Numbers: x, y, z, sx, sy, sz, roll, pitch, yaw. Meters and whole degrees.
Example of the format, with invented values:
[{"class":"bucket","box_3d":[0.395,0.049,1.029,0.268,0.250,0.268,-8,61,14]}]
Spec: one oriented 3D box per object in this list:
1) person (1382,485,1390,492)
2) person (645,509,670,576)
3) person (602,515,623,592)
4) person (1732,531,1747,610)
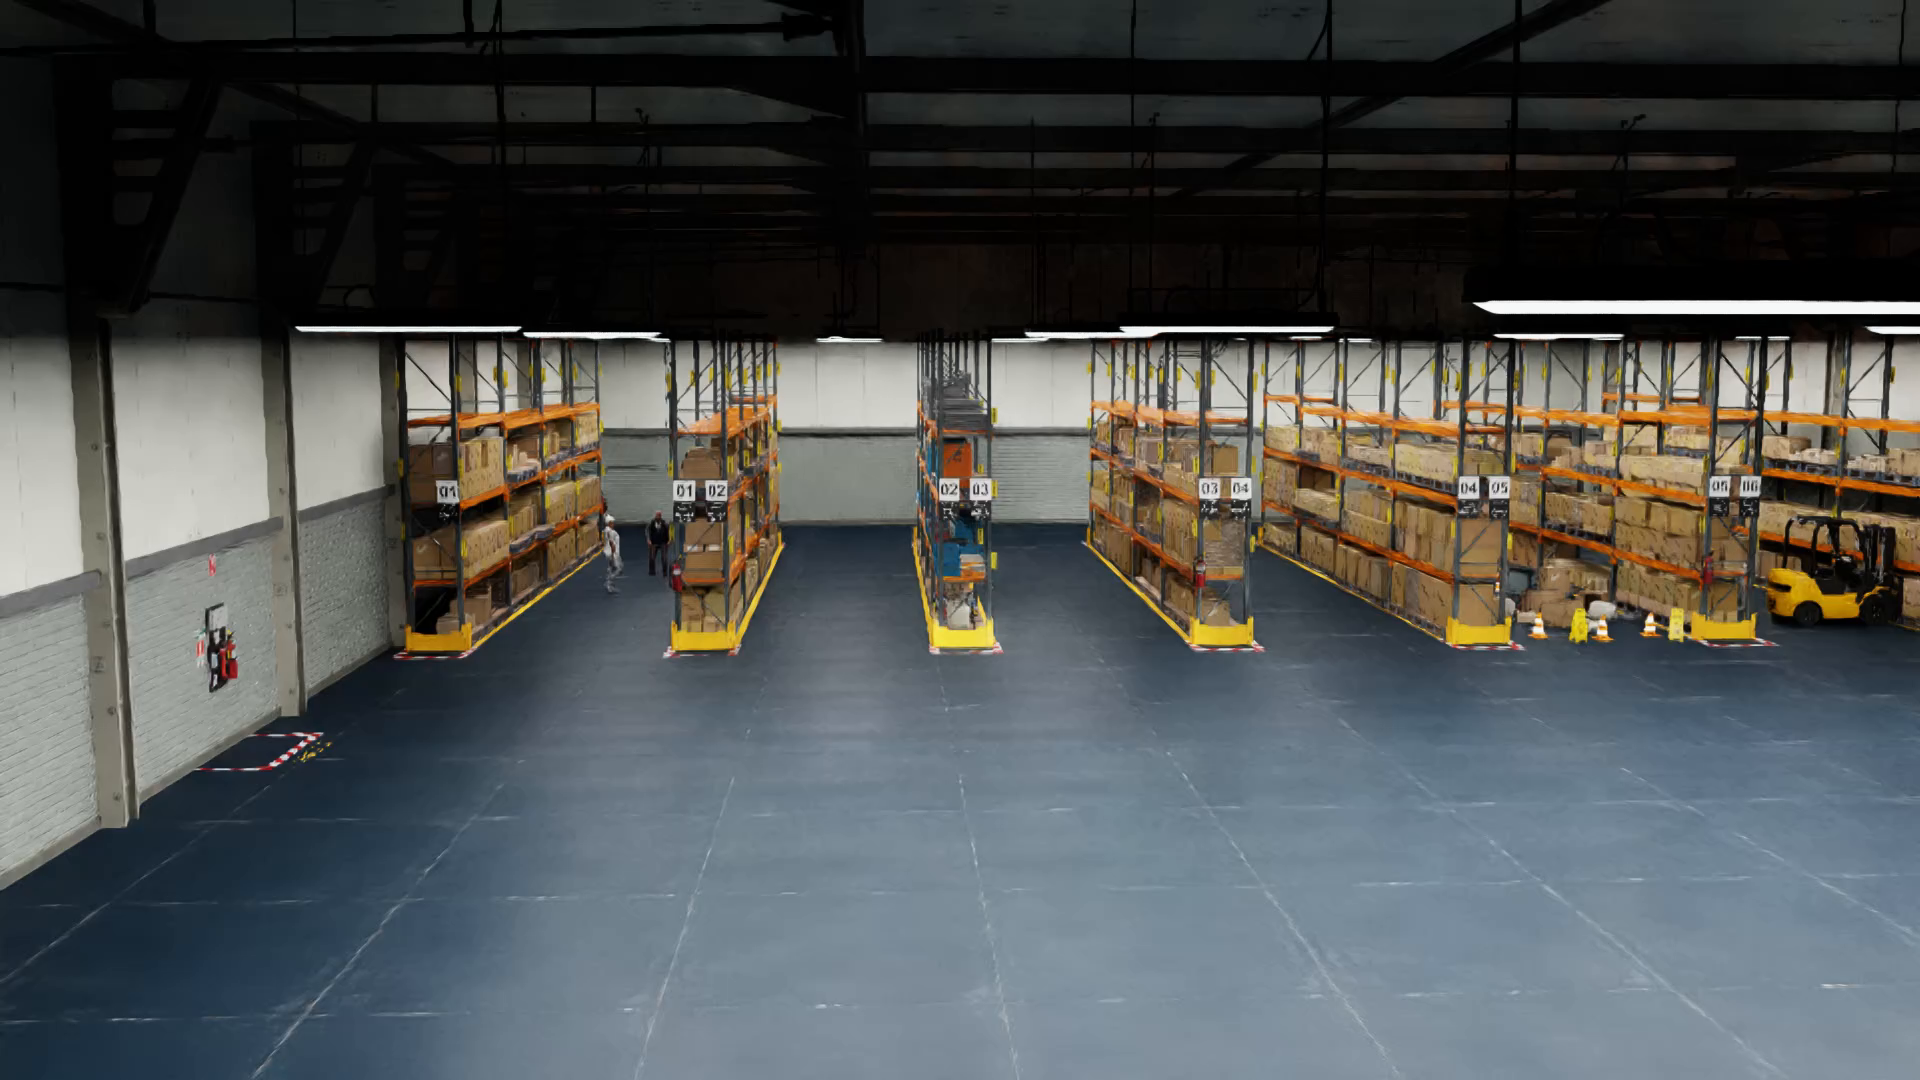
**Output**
[{"class":"person","box_3d":[12.591,-0.951,49.140,0.398,1.759,0.653,-5,8,-34]},{"class":"person","box_3d":[-7.434,0.064,41.062,0.677,1.674,0.534,-1,7,-5]},{"class":"person","box_3d":[-8.055,0.322,38.369,0.444,1.773,0.604,-4,8,-29]},{"class":"person","box_3d":[16.795,0.647,35.975,0.544,1.665,0.573,3,8,27]}]
